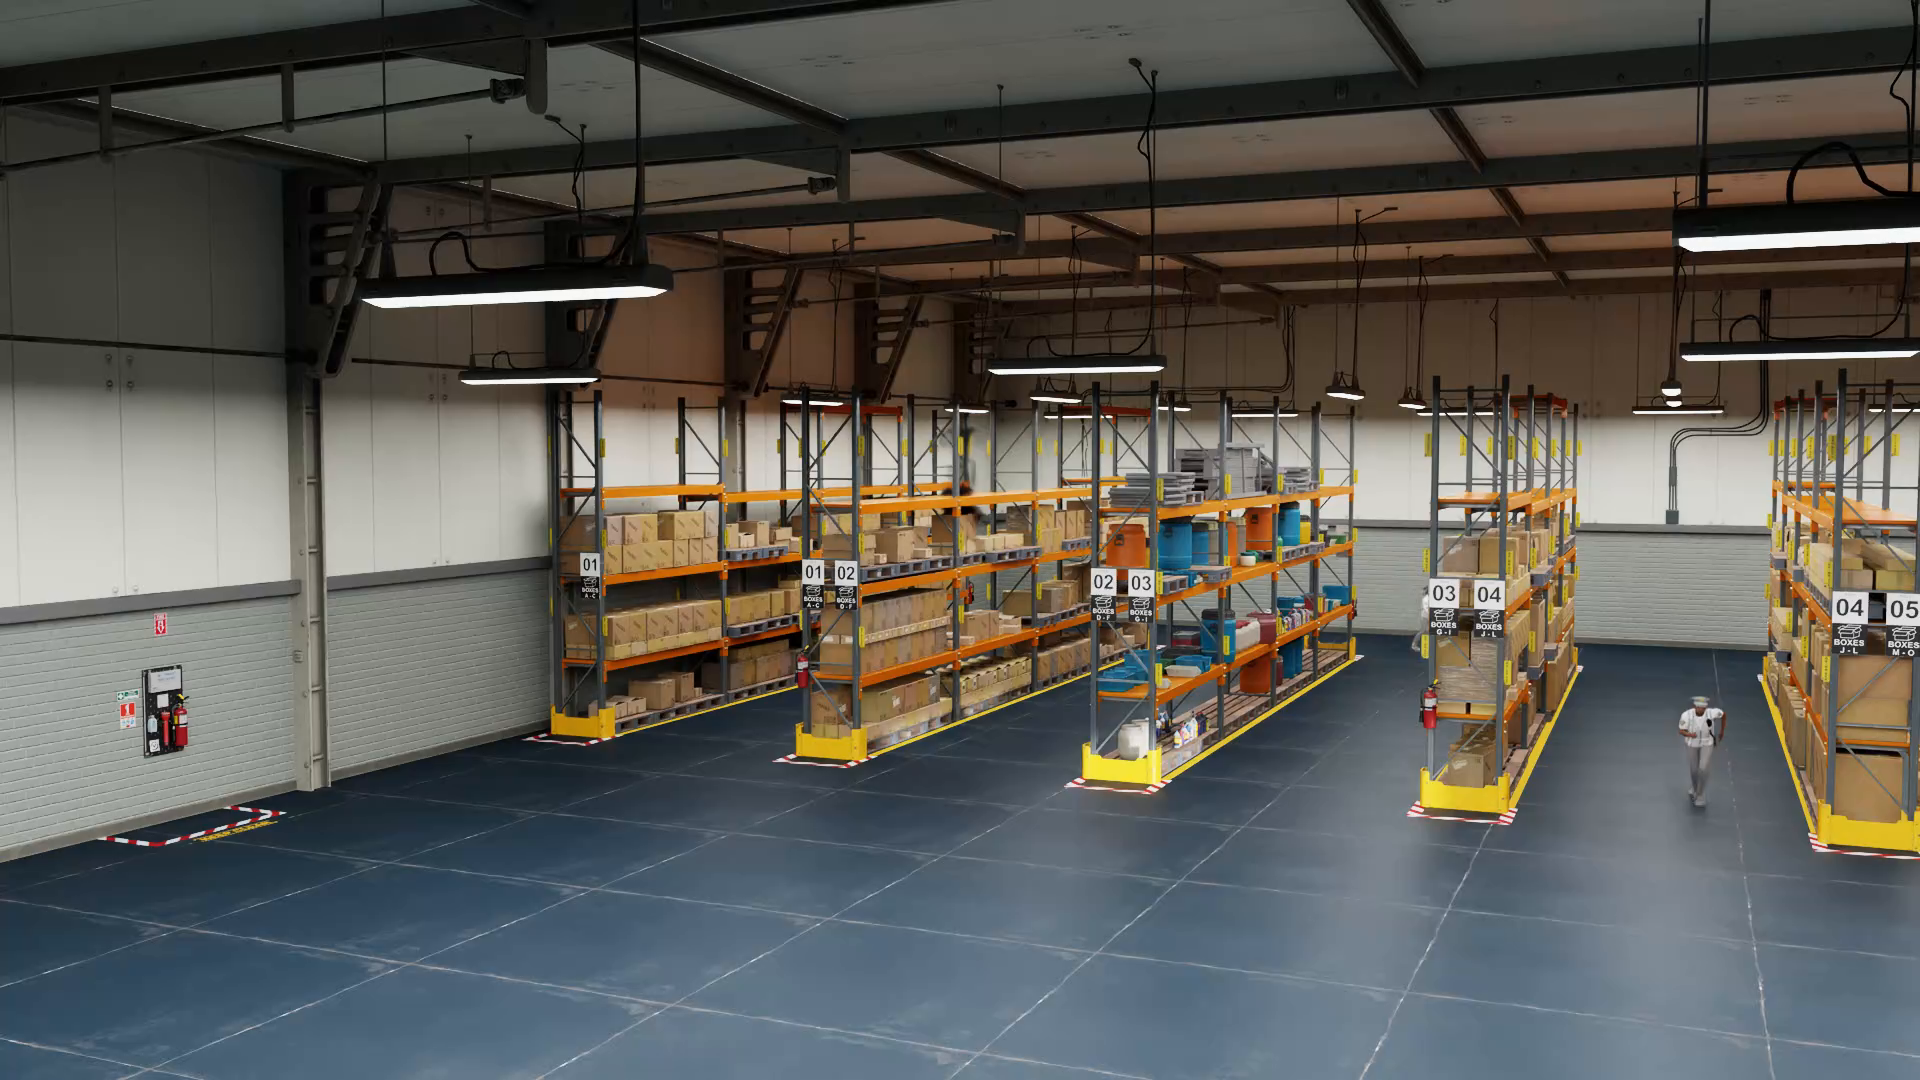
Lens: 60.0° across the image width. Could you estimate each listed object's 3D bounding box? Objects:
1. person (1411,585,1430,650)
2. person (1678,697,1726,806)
[{"bbox_3d":[11.490,1.901,40.743,0.625,1.662,0.819,-3,4,-41],"label":"person"},{"bbox_3d":[10.452,2.957,23.446,0.614,1.597,0.960,1,3,24],"label":"person"}]
